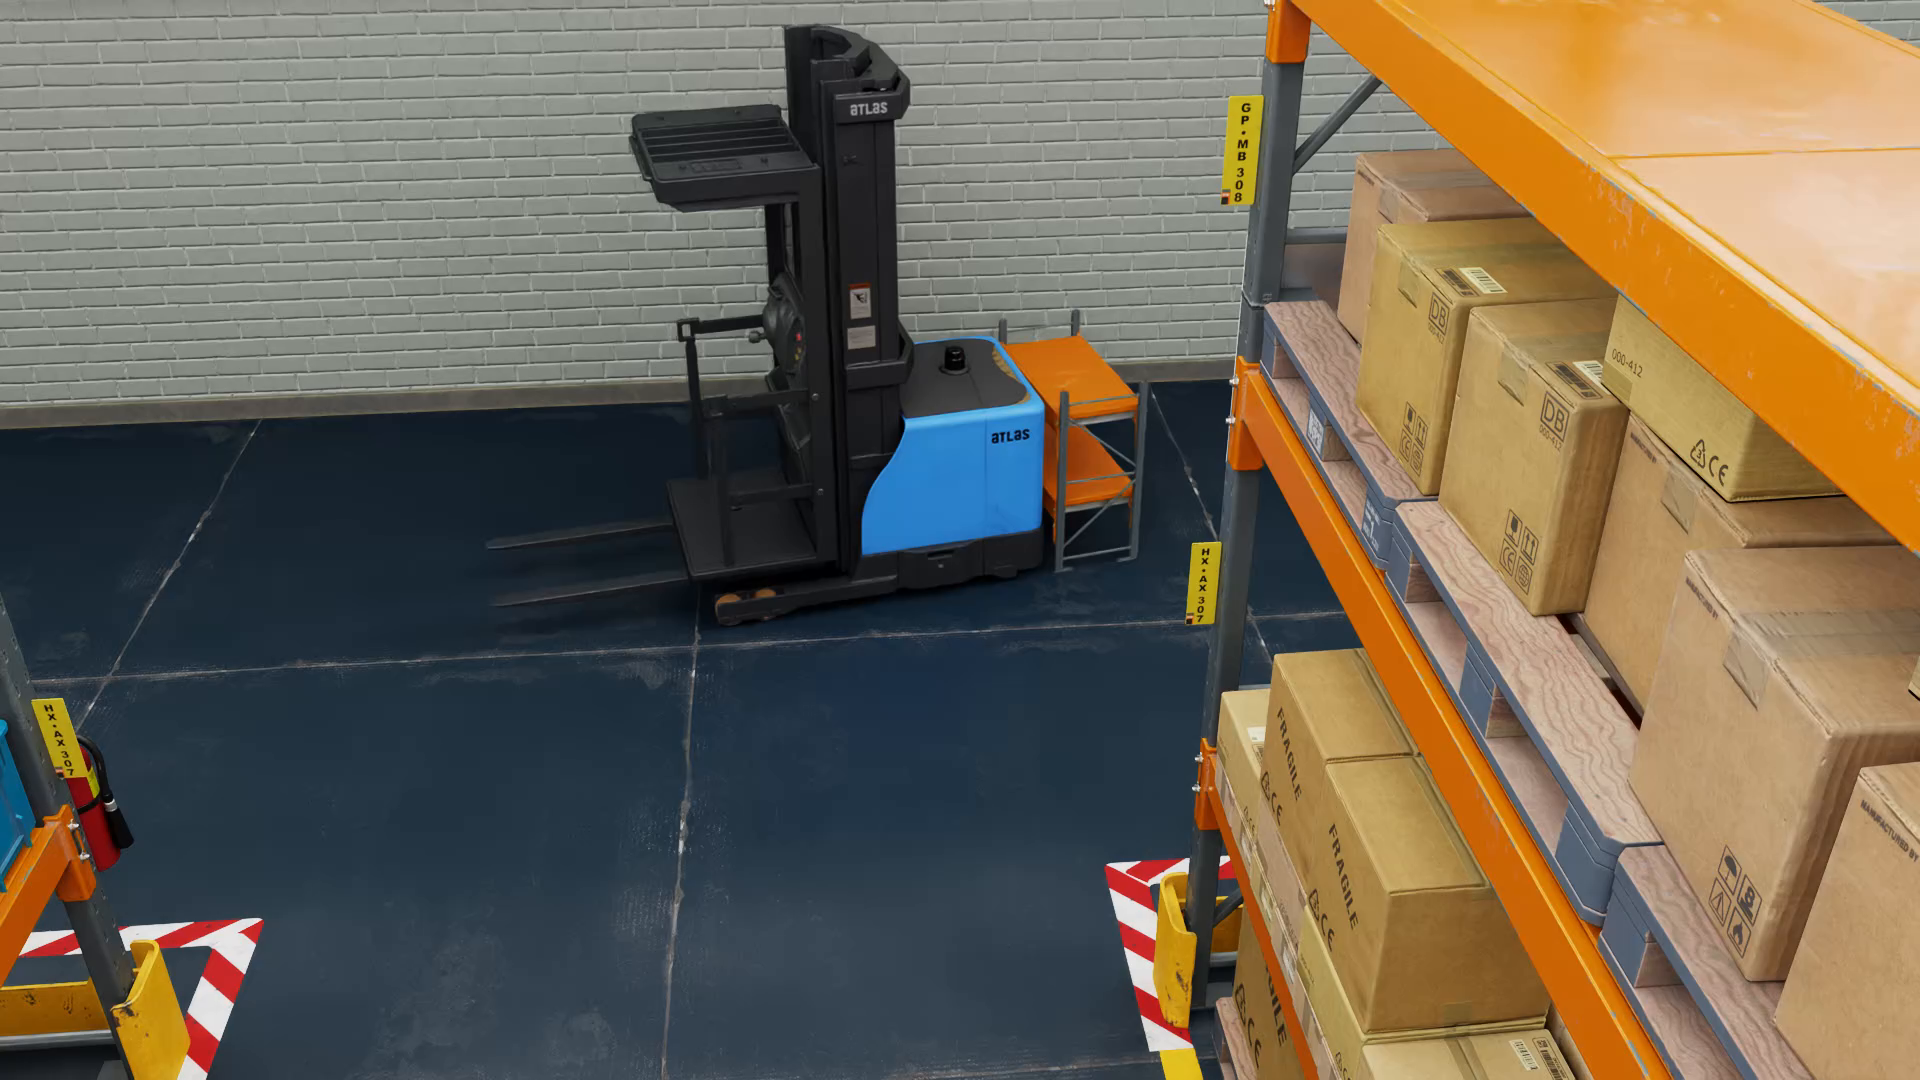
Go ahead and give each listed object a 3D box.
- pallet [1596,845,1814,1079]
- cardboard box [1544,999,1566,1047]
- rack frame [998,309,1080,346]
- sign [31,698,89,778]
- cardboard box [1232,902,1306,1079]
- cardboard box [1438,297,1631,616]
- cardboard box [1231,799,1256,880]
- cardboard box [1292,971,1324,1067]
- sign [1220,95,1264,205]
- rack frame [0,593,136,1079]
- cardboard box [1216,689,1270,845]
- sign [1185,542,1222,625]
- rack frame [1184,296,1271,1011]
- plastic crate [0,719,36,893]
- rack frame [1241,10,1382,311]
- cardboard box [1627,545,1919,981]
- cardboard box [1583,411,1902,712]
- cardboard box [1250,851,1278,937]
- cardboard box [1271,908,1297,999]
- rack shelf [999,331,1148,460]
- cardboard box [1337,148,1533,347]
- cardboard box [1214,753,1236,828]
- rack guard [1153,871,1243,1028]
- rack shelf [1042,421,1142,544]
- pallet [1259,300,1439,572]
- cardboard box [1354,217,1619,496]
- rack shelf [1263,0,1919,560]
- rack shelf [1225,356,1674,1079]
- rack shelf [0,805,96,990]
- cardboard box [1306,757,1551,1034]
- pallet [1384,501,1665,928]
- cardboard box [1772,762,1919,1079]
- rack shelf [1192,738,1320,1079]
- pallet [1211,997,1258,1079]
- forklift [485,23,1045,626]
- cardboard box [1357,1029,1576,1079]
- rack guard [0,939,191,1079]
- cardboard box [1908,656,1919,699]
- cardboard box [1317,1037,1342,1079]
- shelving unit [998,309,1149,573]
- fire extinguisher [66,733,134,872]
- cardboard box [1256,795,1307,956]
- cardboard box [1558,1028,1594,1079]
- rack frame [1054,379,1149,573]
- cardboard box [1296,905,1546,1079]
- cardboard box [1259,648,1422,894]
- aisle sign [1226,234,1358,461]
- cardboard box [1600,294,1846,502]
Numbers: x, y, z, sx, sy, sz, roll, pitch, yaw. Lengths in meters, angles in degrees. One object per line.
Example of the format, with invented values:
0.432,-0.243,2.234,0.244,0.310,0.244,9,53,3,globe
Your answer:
1.688,0.906,2.470,1.003,0.211,1.213,-3,31,-5,pallet
1.785,1.222,4.636,0.500,0.250,0.500,-4,31,-6,cardboard box
0.468,-0.838,10.057,0.500,1.125,0.032,-9,32,-15,rack frame
-3.005,0.664,5.554,0.100,0.325,0.005,-3,31,-5,sign
1.520,1.586,5.832,0.875,0.875,0.875,-3,31,-5,cardboard box
1.511,-0.205,3.638,0.700,0.500,0.500,-5,31,-8,cardboard box
1.110,0.967,5.451,0.380,0.149,0.250,-3,31,-5,cardboard box
1.183,1.361,4.792,0.380,0.149,0.250,-3,31,-6,cardboard box
0.827,-1.142,4.882,0.100,0.325,0.005,-3,31,-5,sign
-3.551,0.769,5.538,1.000,3.000,0.127,-3,31,-5,rack frame
1.156,0.726,5.466,0.500,0.250,0.500,-4,31,-6,cardboard box
0.827,0.149,5.654,0.100,0.325,0.005,-3,31,-5,sign
1.380,0.532,5.935,1.000,3.000,0.127,-3,31,-5,rack frame
-3.334,0.890,5.242,0.616,0.435,0.499,-3,31,-5,plastic crate
1.380,-2.044,4.397,1.000,3.000,0.127,-3,31,-5,rack frame
1.575,0.348,2.712,0.700,0.500,0.500,-1,31,-2,cardboard box
1.668,0.075,3.170,0.700,0.500,0.500,-1,31,-2,cardboard box
1.135,1.098,5.232,0.380,0.149,0.250,-3,31,-6,cardboard box
1.160,1.231,5.009,0.380,0.149,0.250,-3,31,-5,cardboard box
0.623,-0.841,9.491,0.538,0.278,1.000,-9,32,-15,rack shelf
1.482,-0.759,4.567,0.700,0.500,0.500,-5,31,-8,cardboard box
1.085,0.837,5.670,0.380,0.149,0.250,-2,31,-4,cardboard box
1.378,1.592,6.597,1.175,0.500,0.348,-3,31,-5,rack guard
0.623,-0.380,9.767,0.538,0.278,1.000,-9,32,-15,rack shelf
1.460,-0.340,4.556,1.003,0.211,1.213,-3,31,-5,pallet
1.415,-0.466,4.076,0.700,0.500,0.500,-4,31,-6,cardboard box
1.567,-0.542,2.974,1.077,0.370,4.000,-3,31,-5,rack shelf
1.567,0.574,3.641,1.077,0.370,4.000,-3,31,-5,rack shelf
-3.364,2.099,4.013,1.077,0.370,4.000,-3,31,-5,rack shelf
1.258,0.924,4.404,0.500,0.500,0.500,-4,31,-6,cardboard box
1.577,0.284,3.510,1.003,0.211,1.213,-3,31,-5,pallet
1.621,0.623,2.252,0.700,0.500,0.500,-5,31,-8,cardboard box
1.567,1.862,4.410,1.077,0.370,4.000,-3,31,-5,rack shelf
1.533,2.133,5.973,1.003,0.211,1.213,-3,31,-5,pallet
-1.104,-1.098,8.730,3.031,2.935,1.130,-8,32,-14,forklift
1.309,1.514,4.146,0.500,0.250,0.500,-3,31,-6,cardboard box
-3.566,1.830,6.199,1.175,0.500,0.348,-3,31,-5,rack guard
1.673,0.217,2.200,0.500,0.250,0.500,-5,31,-8,cardboard box
1.208,1.493,4.571,0.380,0.149,0.250,-3,31,-5,cardboard box
0.623,-0.590,9.642,0.538,1.125,1.048,-9,32,-15,shelving unit
-3.113,0.863,5.819,0.296,0.674,0.183,-3,31,-5,fire extinguisher
1.212,0.991,5.022,0.500,0.250,0.500,-3,31,-5,cardboard box
1.837,1.488,4.191,0.500,0.250,0.500,-3,31,-4,cardboard box
0.777,-0.342,9.226,0.500,1.125,0.032,-9,32,-15,rack frame
1.255,1.248,4.592,0.500,0.250,0.500,-4,31,-6,cardboard box
1.203,0.660,4.846,0.500,0.500,0.500,-3,31,-6,cardboard box
1.075,-0.607,5.306,0.394,0.787,0.004,-3,31,-5,aisle sign
1.559,-0.312,3.087,0.500,0.250,0.500,-4,31,-6,cardboard box
